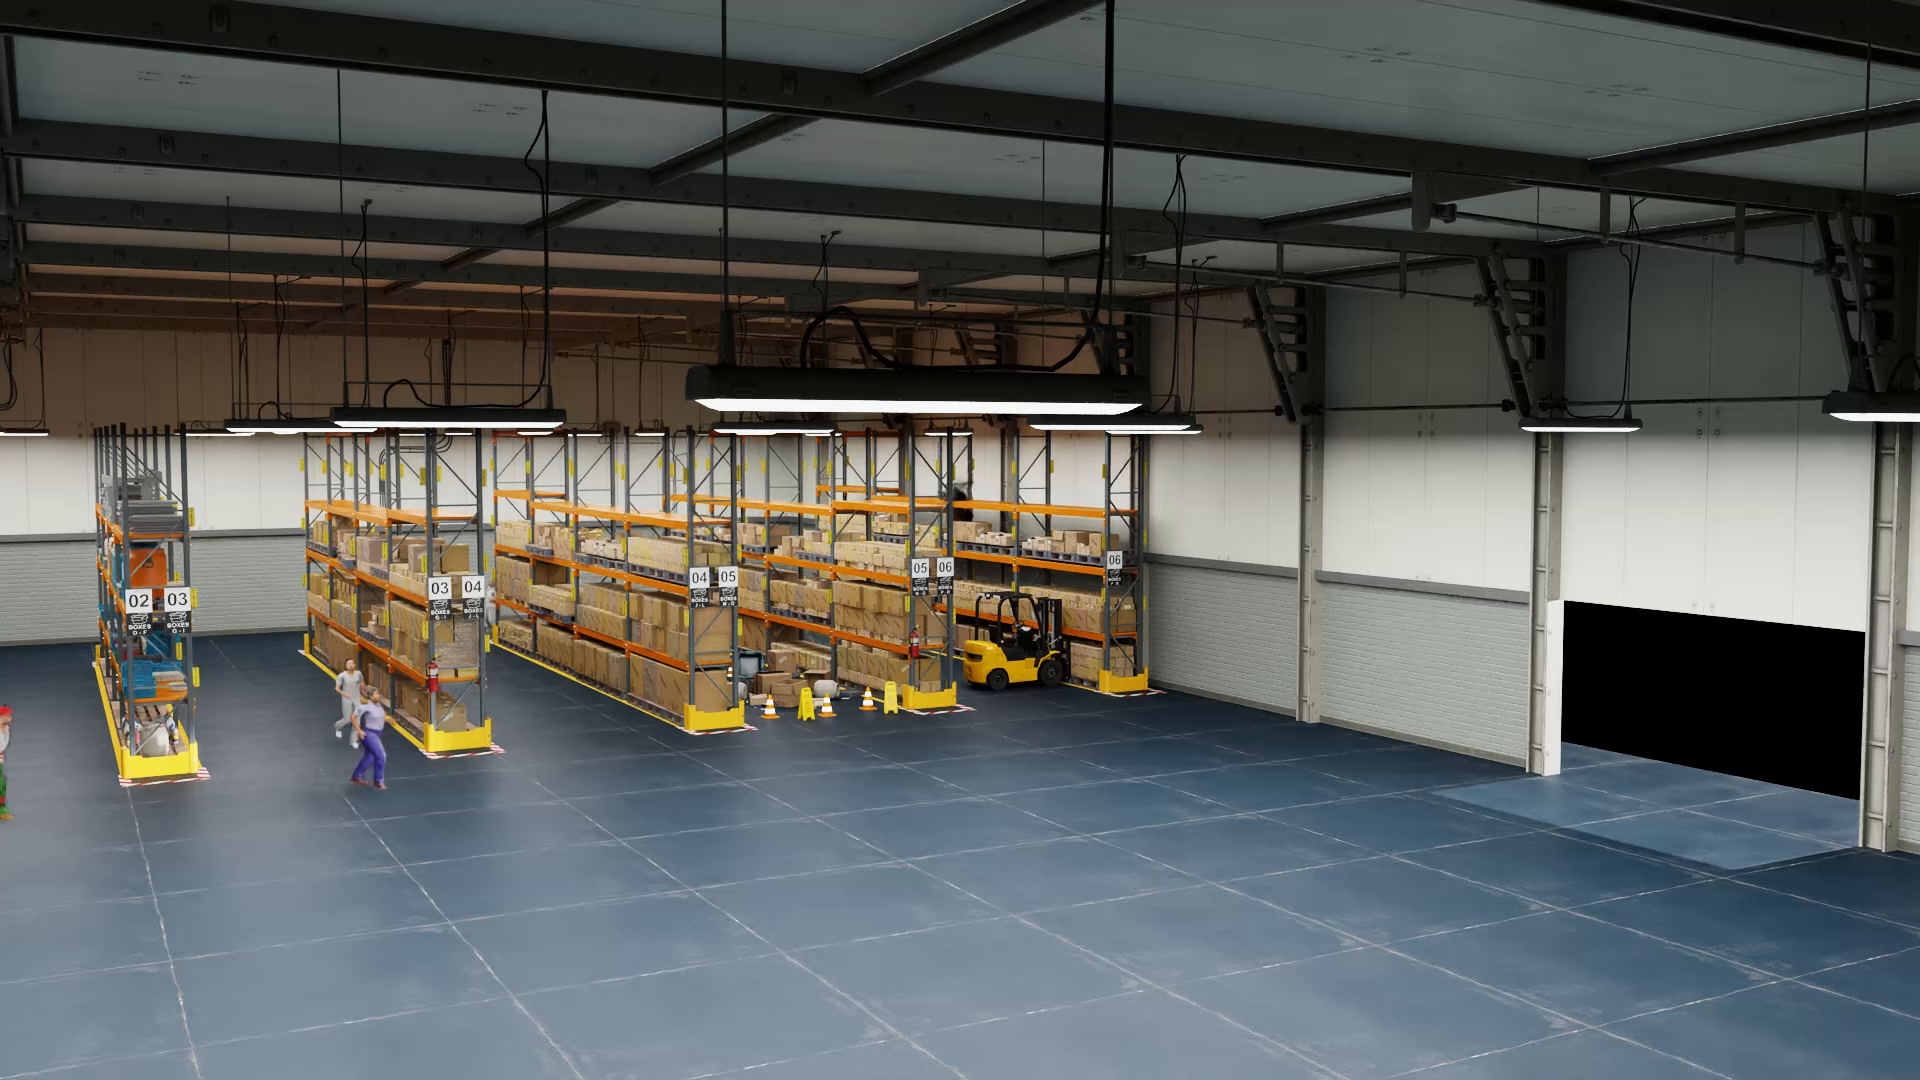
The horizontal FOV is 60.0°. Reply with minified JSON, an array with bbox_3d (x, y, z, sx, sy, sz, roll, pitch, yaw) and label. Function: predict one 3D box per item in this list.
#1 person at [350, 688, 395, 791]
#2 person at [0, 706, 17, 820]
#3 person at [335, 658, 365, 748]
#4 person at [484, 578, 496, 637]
[{"bbox_3d":[-9.630,3.269,27.233,0.722,1.709,0.594,0,3,0],"label":"person"},{"bbox_3d":[-14.651,3.370,24.979,0.909,1.762,0.653,0,3,0],"label":"person"},{"bbox_3d":[-11.421,3.024,31.163,0.575,1.661,0.808,-3,4,-38],"label":"person"},{"bbox_3d":[-13.452,1.956,47.626,0.633,1.784,0.627,3,5,40],"label":"person"}]
